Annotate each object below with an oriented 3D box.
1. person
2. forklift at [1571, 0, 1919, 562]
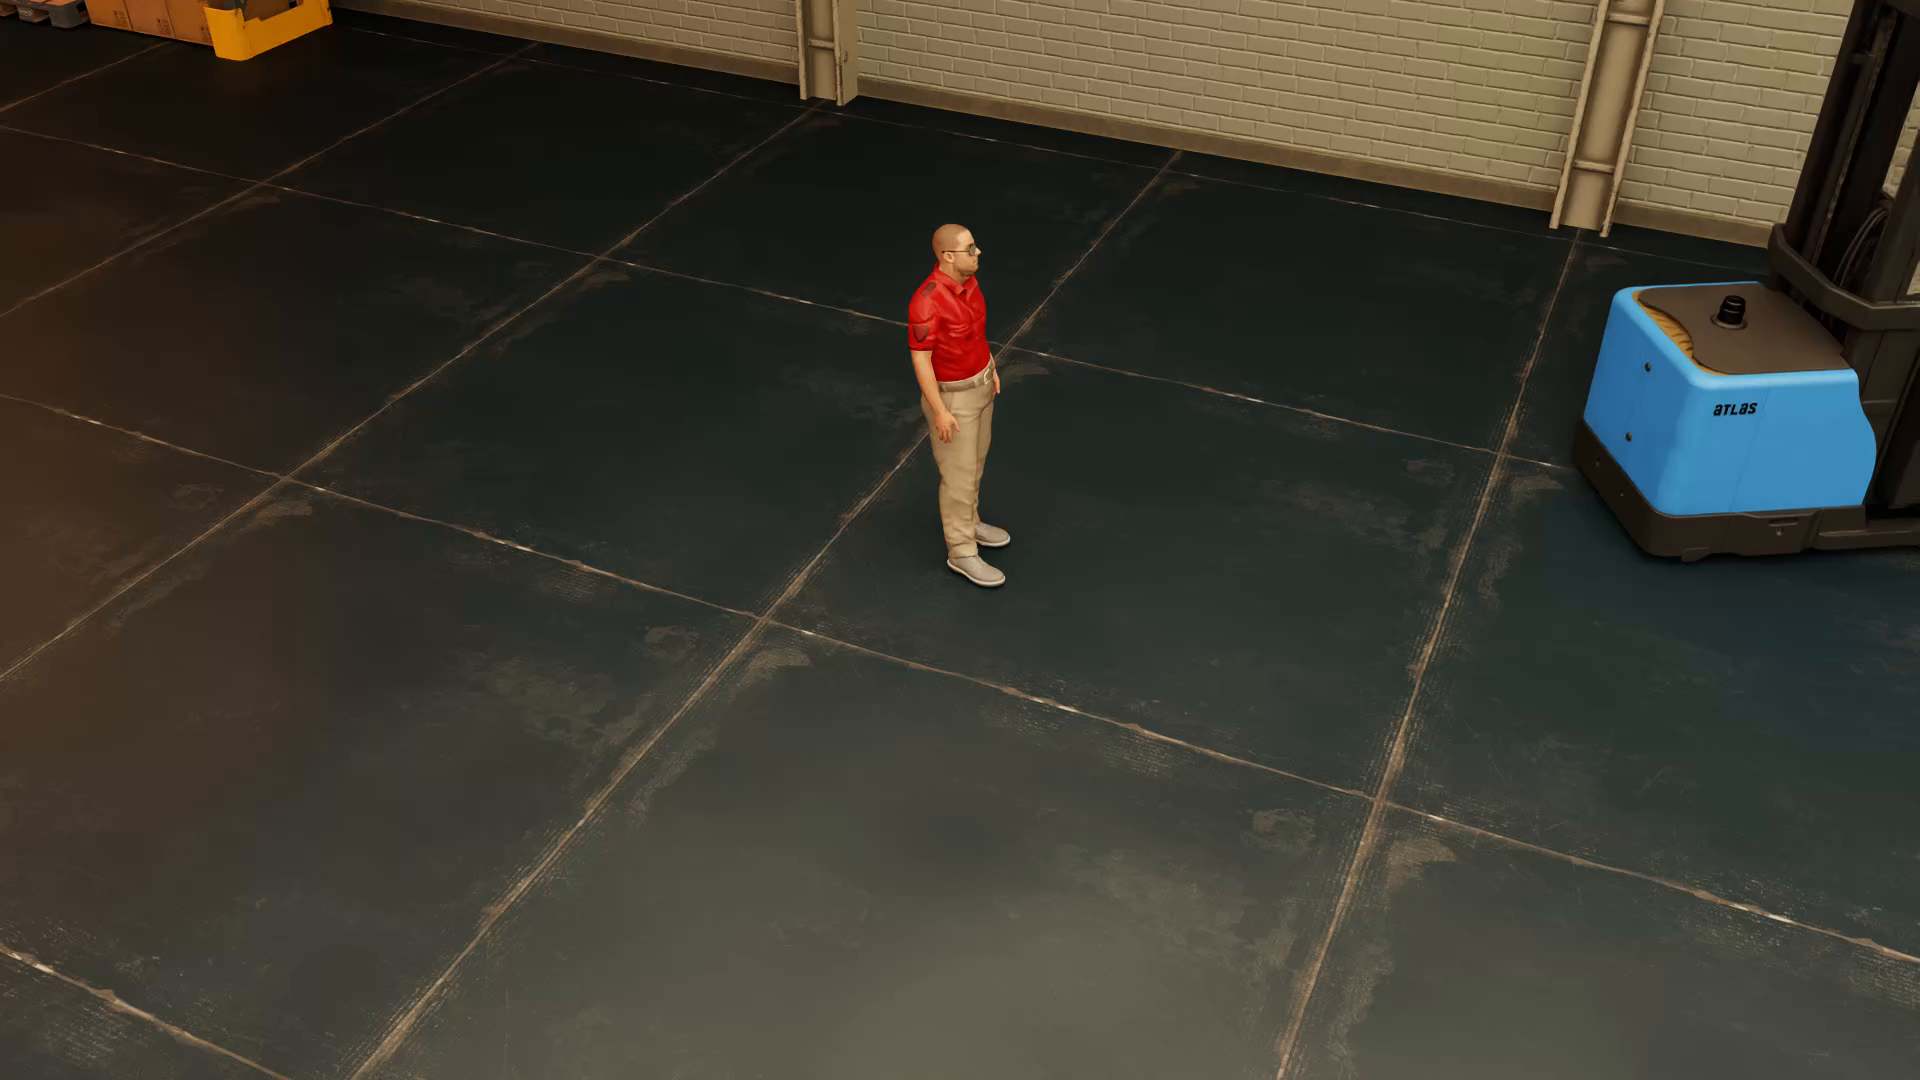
[{"bbox_3d":[0.077,-0.683,8.065,0.550,1.728,0.641,15,38,20],"label":"person"},{"bbox_3d":[4.909,-1.436,8.100,3.031,2.935,1.130,-3,36,-5],"label":"forklift"}]
